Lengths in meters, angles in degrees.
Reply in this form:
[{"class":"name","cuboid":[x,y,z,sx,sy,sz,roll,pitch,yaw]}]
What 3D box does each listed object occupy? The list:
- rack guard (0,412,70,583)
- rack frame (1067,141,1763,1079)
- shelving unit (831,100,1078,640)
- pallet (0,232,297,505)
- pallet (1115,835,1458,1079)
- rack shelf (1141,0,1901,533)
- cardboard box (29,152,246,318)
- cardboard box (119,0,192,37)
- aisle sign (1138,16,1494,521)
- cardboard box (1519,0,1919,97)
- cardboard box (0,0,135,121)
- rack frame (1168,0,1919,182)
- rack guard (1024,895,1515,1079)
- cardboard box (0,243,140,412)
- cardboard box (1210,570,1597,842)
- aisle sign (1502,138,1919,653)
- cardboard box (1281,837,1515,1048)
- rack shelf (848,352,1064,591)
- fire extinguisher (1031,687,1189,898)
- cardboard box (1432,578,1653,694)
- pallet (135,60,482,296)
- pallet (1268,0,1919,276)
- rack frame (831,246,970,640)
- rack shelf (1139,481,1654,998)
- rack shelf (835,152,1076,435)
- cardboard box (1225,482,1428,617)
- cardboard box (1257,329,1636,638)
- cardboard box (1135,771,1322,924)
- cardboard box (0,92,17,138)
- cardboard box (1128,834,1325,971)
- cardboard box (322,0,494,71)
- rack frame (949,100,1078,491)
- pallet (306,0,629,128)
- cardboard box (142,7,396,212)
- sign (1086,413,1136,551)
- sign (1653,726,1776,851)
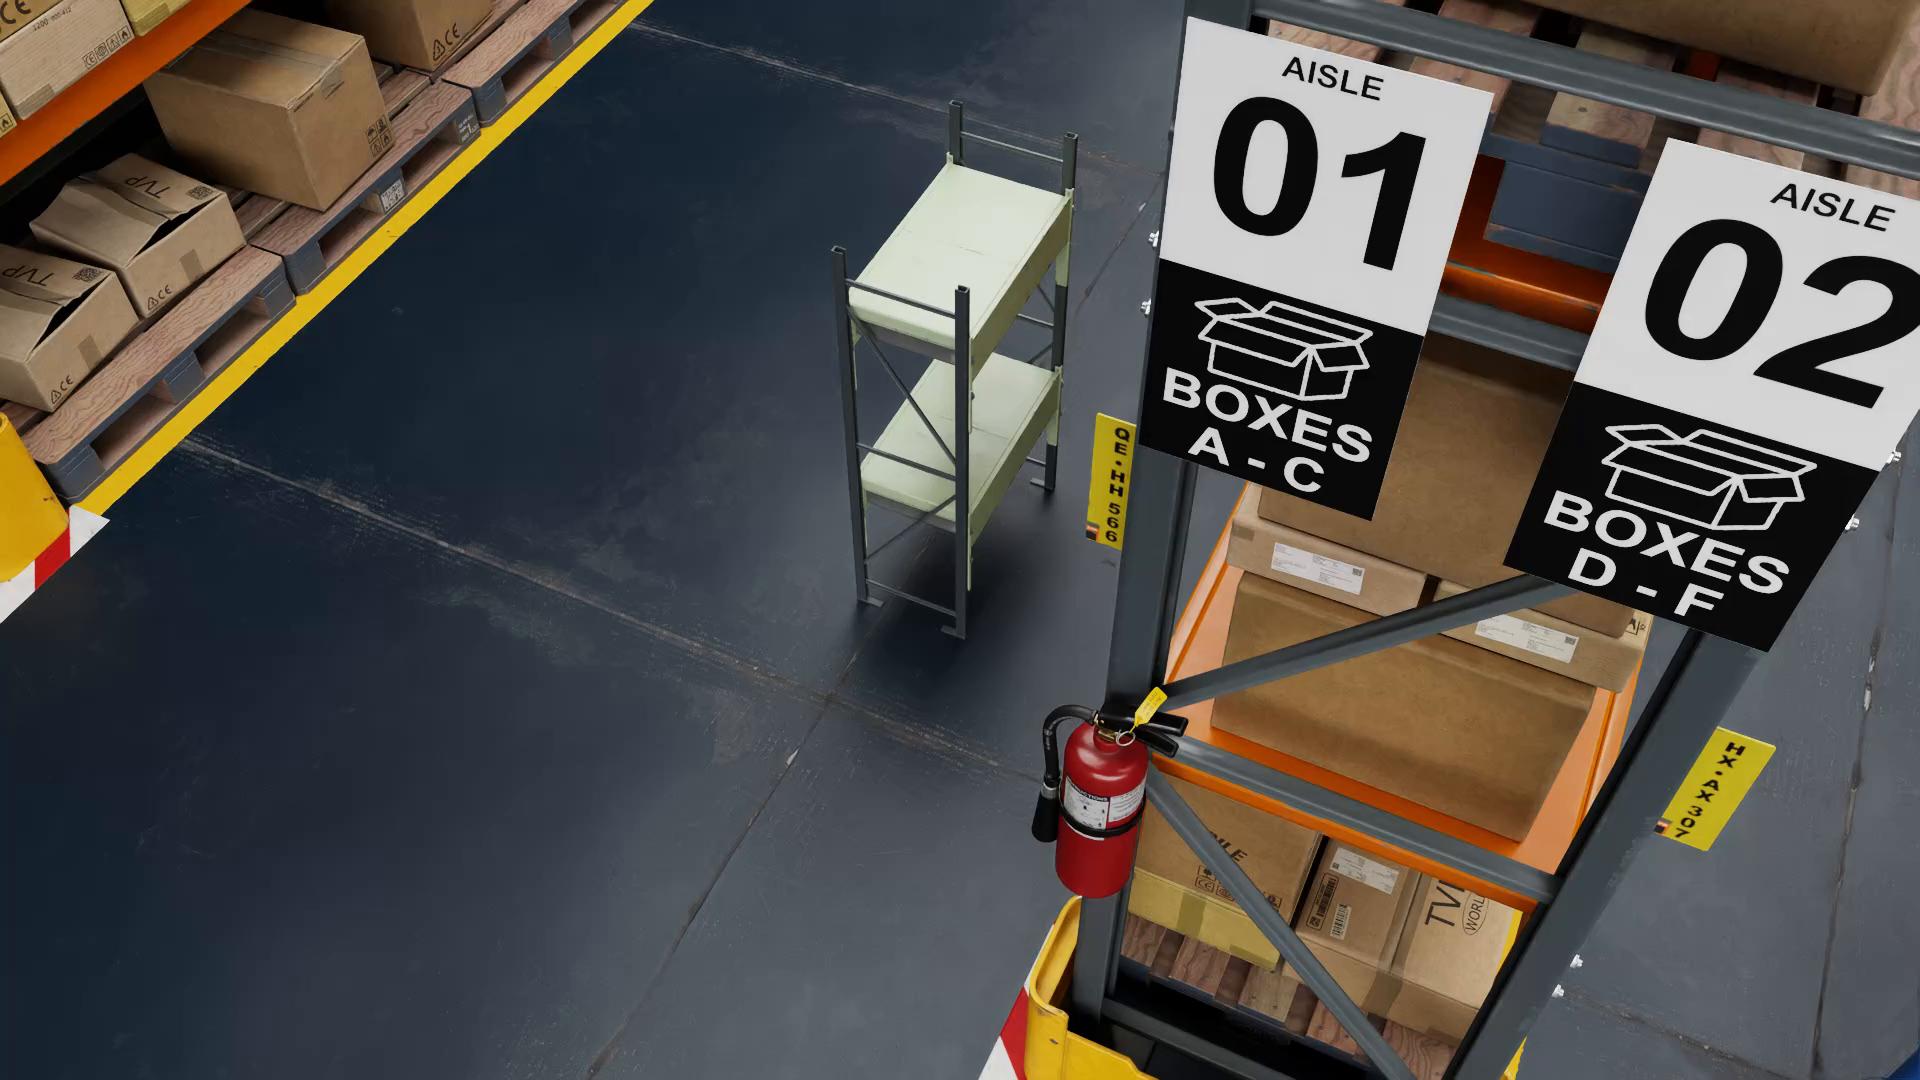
[{"class":"rack guard","cuboid":[-3.685,-0.308,5.684,1.175,0.500,0.348,20,52,16]},{"class":"rack frame","cuboid":[0.763,0.544,3.318,1.000,3.000,0.127,20,52,16]},{"class":"shelving unit","cuboid":[-0.003,-0.481,5.175,0.431,1.500,0.755,20,52,16]},{"class":"pallet","cuboid":[-3.306,-0.762,6.260,1.003,0.211,1.213,20,52,16]},{"class":"pallet","cuboid":[1.052,0.907,4.840,1.003,0.211,1.213,20,52,16]},{"class":"rack shelf","cuboid":[1.618,-1.573,3.621,1.077,0.370,4.000,20,52,16]},{"class":"cardboard box","cuboid":[-3.097,-1.177,6.258,0.500,0.311,0.500,24,54,19]},{"class":"cardboard box","cuboid":[-2.790,-1.967,5.540,0.500,0.250,0.500,19,52,16]},{"class":"aisle sign","cuboid":[0.470,-0.349,2.371,0.394,0.787,0.004,20,52,16]},{"class":"cardboard box","cuboid":[1.013,-1.038,2.259,0.797,0.503,0.637,23,53,18]},{"class":"cardboard box","cuboid":[-3.013,-1.618,5.243,0.500,0.250,0.500,18,52,15]},{"class":"rack frame","cuboid":[0.763,-1.401,1.033,1.000,3.000,0.127,20,52,16]},{"class":"rack guard","cuboid":[0.753,1.370,4.256,1.175,0.500,0.348,20,52,16]},{"class":"cardboard box","cuboid":[-3.340,-0.784,5.924,0.500,0.311,0.500,14,51,12]},{"class":"cardboard box","cuboid":[0.974,0.194,3.550,0.700,0.500,0.500,20,52,16]},{"class":"aisle sign","cuboid":[1.012,-0.154,2.205,0.394,0.787,0.004,20,52,16]},{"class":"cardboard box","cuboid":[1.194,1.002,4.458,0.500,0.250,0.500,20,52,16]},{"class":"rack shelf","cuboid":[-0.003,-0.270,5.423,0.431,0.370,0.720,20,52,16]},{"class":"fire extinguisher","cuboid":[0.293,0.499,3.407,0.296,0.674,0.183,20,52,16]},{"class":"cardboard box","cuboid":[1.126,0.101,3.203,0.380,0.149,0.250,19,52,16]},{"class":"pallet","cuboid":[-2.783,-1.599,6.972,1.003,0.211,1.213,20,52,16]},{"class":"pallet","cuboid":[1.089,-0.878,2.616,1.003,0.211,1.213,20,52,16]},{"class":"rack frame","cuboid":[-0.159,-0.229,4.960,0.400,1.500,0.023,20,52,16]},{"class":"rack shelf","cuboid":[1.618,-0.600,4.764,1.077,0.370,4.000,20,52,16]},{"class":"rack shelf","cuboid":[-0.003,-0.734,4.878,0.431,0.370,0.720,20,52,16]},{"class":"cardboard box","cuboid":[0.754,-0.024,3.309,0.380,0.149,0.250,19,52,15]},{"class":"cardboard box","cuboid":[0.997,-0.263,3.087,0.700,0.500,0.500,20,52,16]},{"class":"cardboard box","cuboid":[0.723,0.589,4.316,0.500,0.500,0.500,20,52,16]},{"class":"cardboard box","cuboid":[-3.222,-1.256,4.935,0.500,0.250,0.500,18,52,15]},{"class":"cardboard box","cuboid":[0.725,0.833,4.601,0.500,0.250,0.500,20,52,16]},{"class":"cardboard box","cuboid":[-2.415,-2.425,7.196,0.500,0.500,0.500,16,52,13]},{"class":"rack frame","cuboid":[0.154,-0.733,5.389,0.400,1.500,0.023,20,52,16]},{"class":"pallet","cuboid":[-2.263,-2.442,7.690,1.003,0.211,1.213,20,52,16]},{"class":"cardboard box","cuboid":[-2.738,-1.727,6.602,0.700,0.500,0.500,17,52,14]},{"class":"sign","cuboid":[0.279,-0.095,2.945,0.100,0.325,0.005,20,52,16]},{"class":"sign","cuboid":[1.263,0.422,2.801,0.100,0.325,0.005,20,52,16]}]
